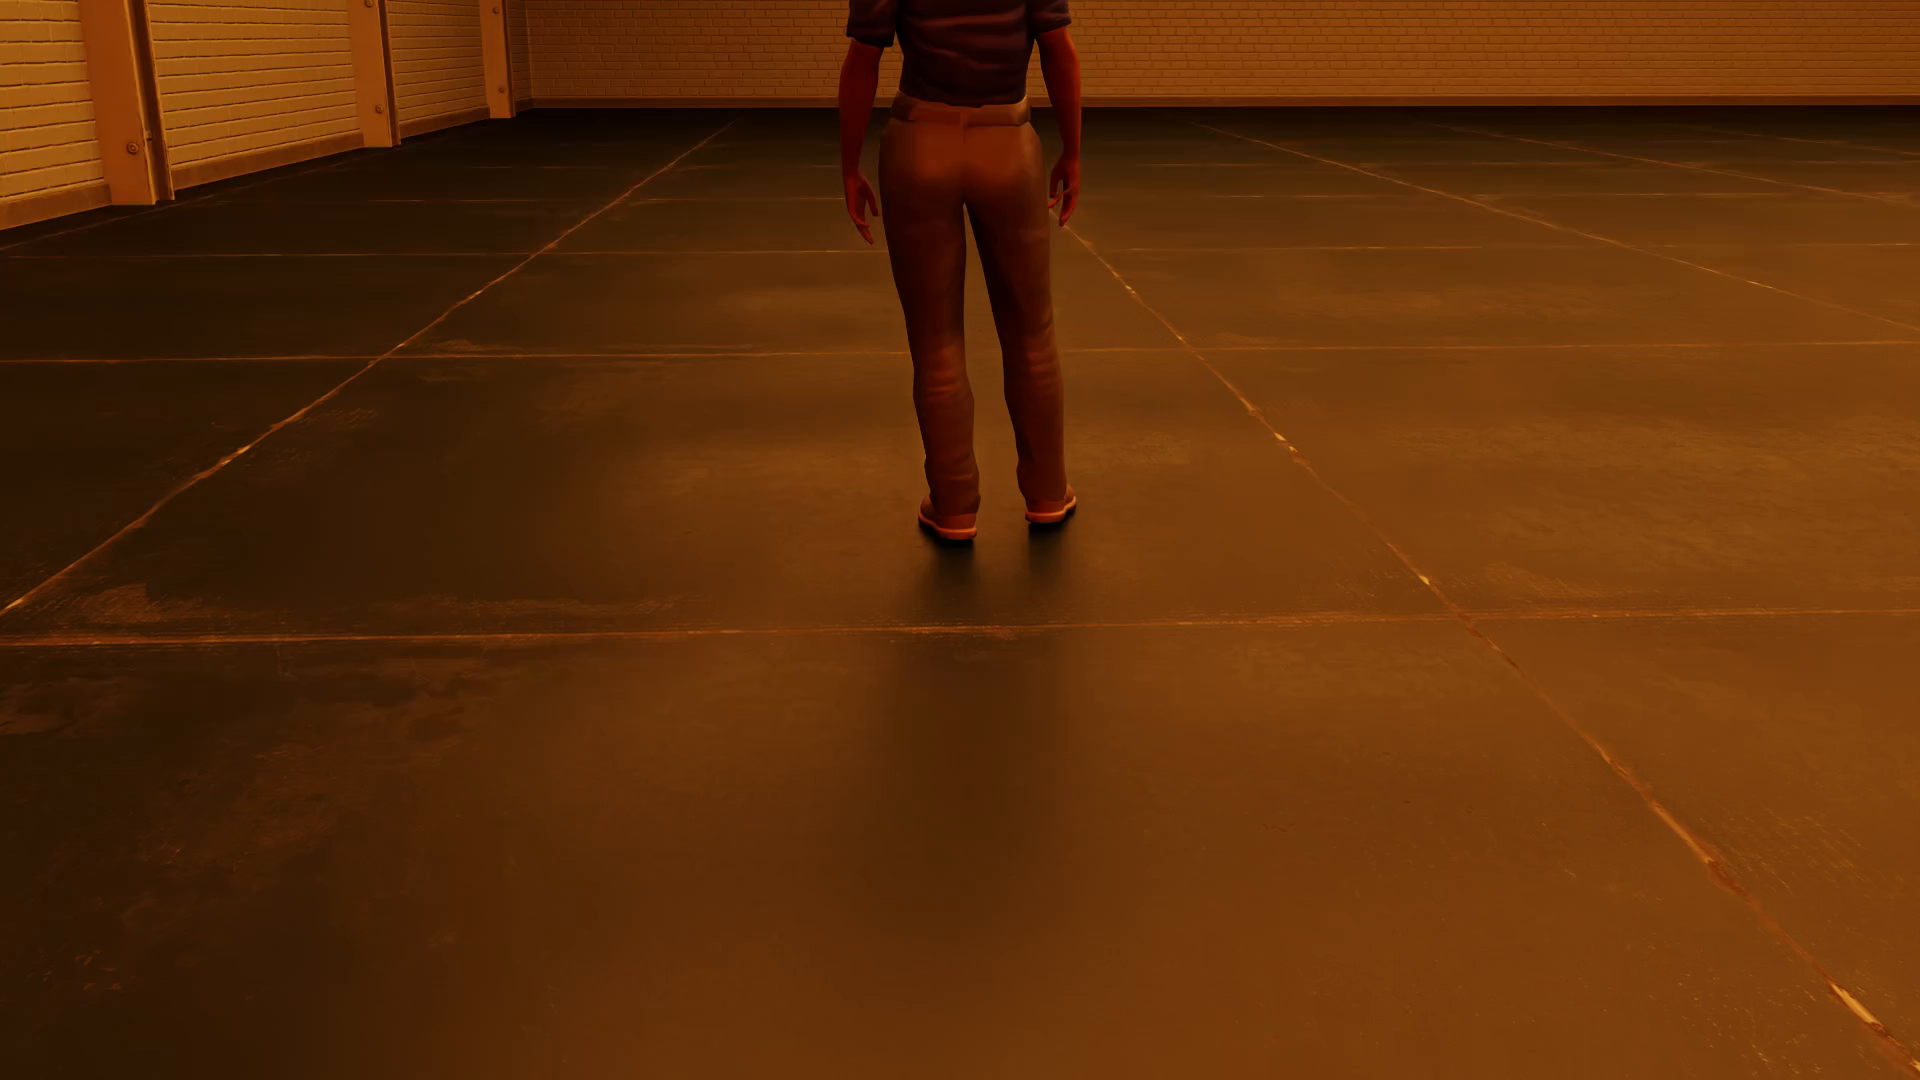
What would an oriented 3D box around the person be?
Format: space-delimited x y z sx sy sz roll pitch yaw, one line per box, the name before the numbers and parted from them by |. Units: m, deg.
person | 0.015 -0.824 3.759 0.569 1.656 0.503 -1 17 -3
